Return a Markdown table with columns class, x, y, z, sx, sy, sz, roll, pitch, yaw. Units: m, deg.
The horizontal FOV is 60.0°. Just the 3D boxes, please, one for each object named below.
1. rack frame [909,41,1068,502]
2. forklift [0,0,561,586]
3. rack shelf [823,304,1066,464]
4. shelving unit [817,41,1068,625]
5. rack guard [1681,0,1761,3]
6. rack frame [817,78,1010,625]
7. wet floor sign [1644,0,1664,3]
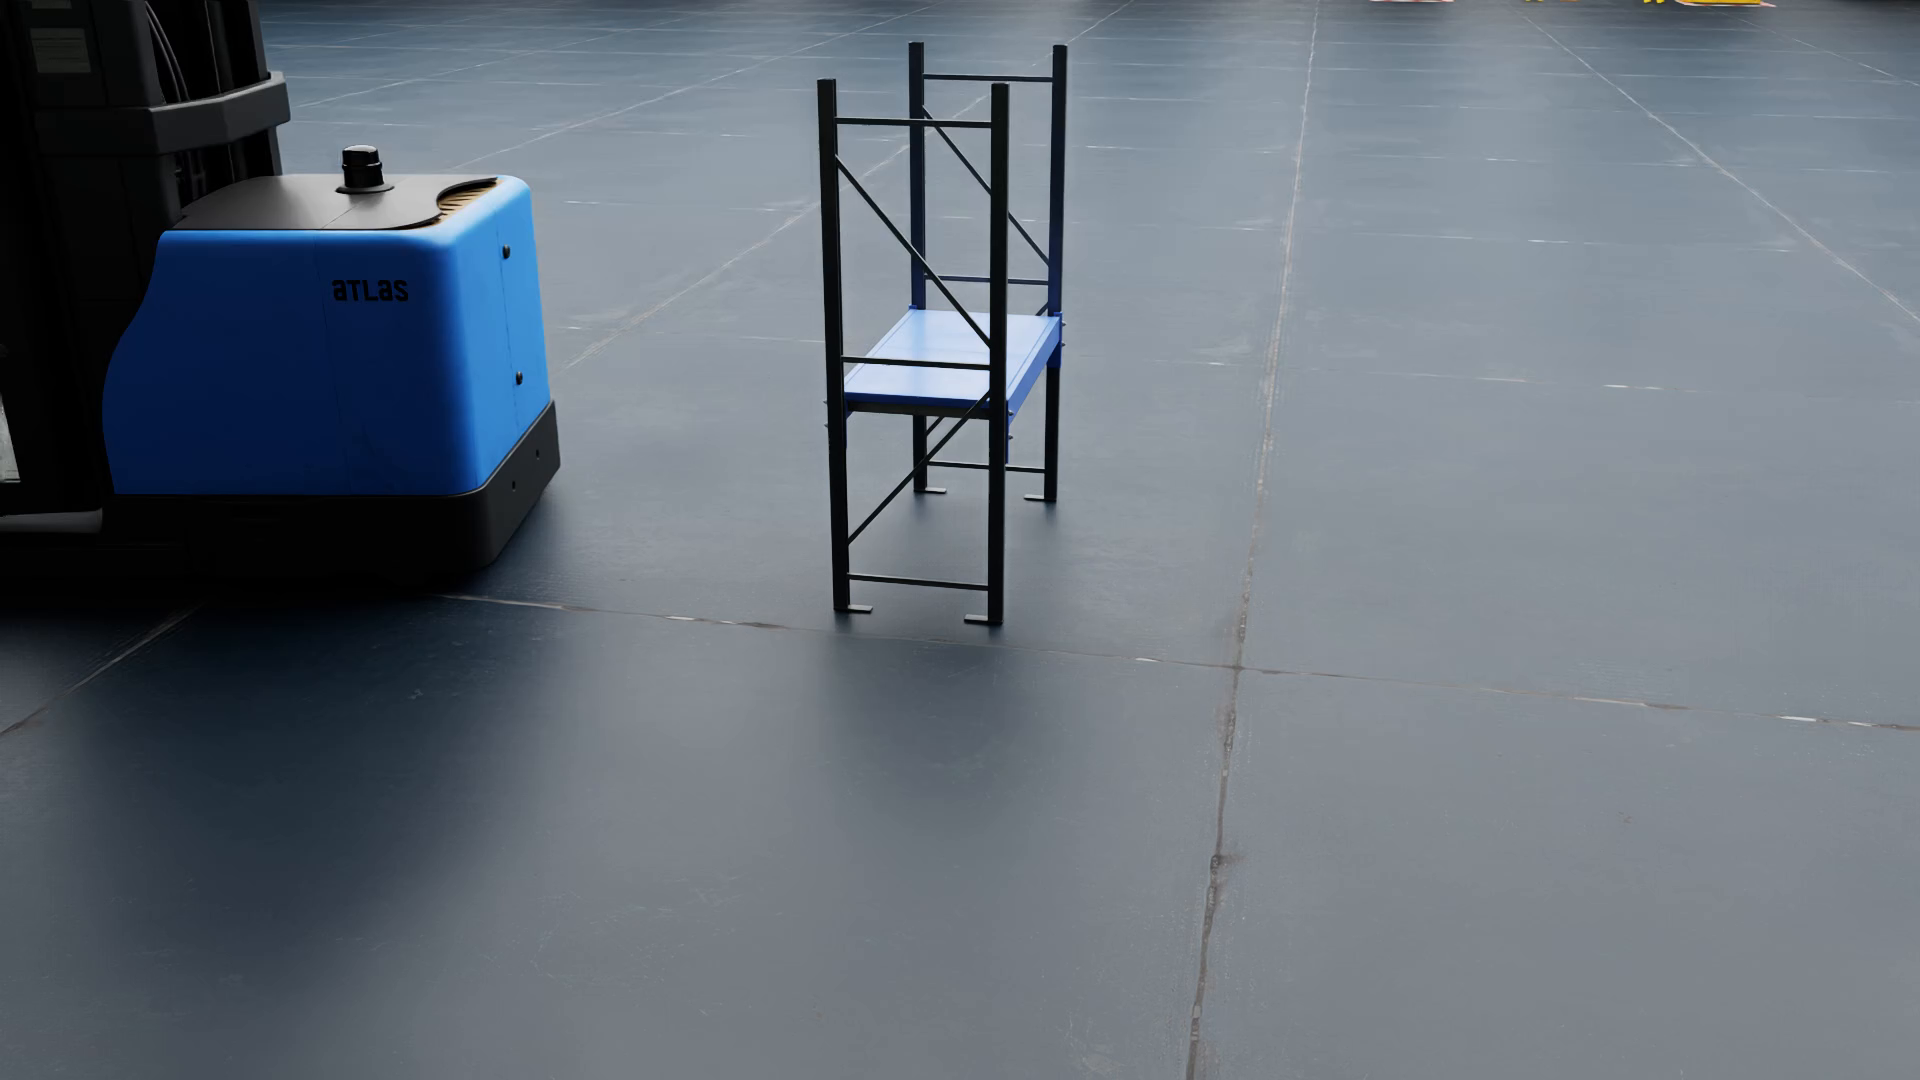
| class | x | y | z | sx | sy | sz | roll | pitch | yaw |
| --- | --- | --- | --- | --- | --- | --- | --- | --- | --- |
| rack frame | 0.086 | -0.850 | 5.458 | 0.500 | 1.500 | 0.032 | 4 | 22 | 11 |
| forklift | -2.912 | -1.396 | 4.897 | 3.031 | 2.935 | 1.130 | 0 | 22 | 1 |
| rack shelf | -0.017 | -0.498 | 5.063 | 0.538 | 0.185 | 1.000 | 4 | 22 | 11 |
| shelving unit | -0.017 | -0.664 | 4.996 | 0.538 | 1.500 | 1.048 | 4 | 22 | 11 |
| rack guard | 12.448 | -9.041 | 27.132 | 1.175 | 0.500 | 0.348 | 4 | 22 | 11 |
| rack frame | -0.121 | -0.479 | 4.534 | 0.500 | 1.500 | 0.032 | 4 | 22 | 11 |
| wet floor sign | 11.347 | -9.092 | 27.066 | 0.267 | 0.644 | 0.232 | 13 | 25 | 29 |
